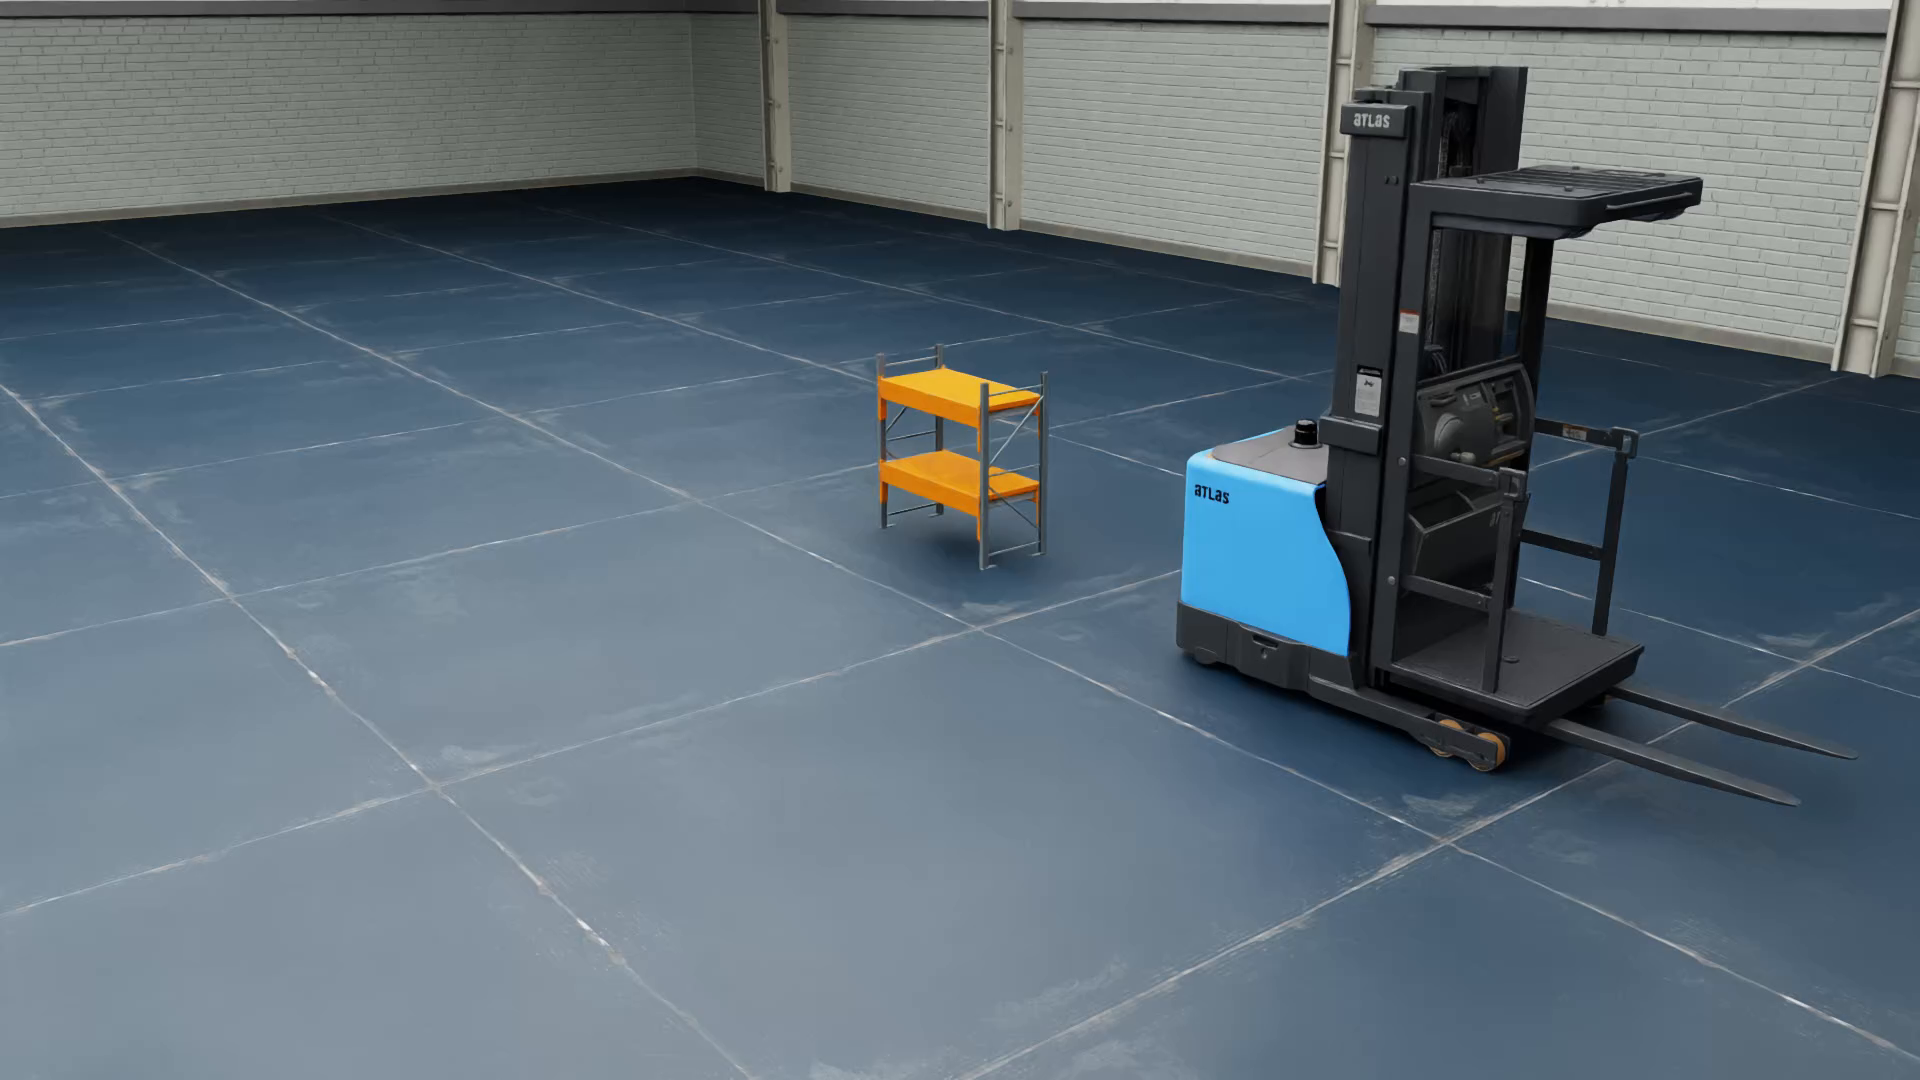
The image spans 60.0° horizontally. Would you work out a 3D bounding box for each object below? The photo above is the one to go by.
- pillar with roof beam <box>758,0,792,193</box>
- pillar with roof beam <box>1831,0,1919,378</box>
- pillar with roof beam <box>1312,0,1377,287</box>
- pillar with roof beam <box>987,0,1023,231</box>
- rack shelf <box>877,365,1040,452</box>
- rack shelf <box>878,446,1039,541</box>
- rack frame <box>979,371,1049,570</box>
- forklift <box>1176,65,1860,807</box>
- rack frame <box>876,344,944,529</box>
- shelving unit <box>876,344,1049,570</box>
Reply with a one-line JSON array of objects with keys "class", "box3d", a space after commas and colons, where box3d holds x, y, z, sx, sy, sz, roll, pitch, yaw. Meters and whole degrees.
[{"class": "pillar with roof beam", "box3d": [-6.469, -9.377, 24.364, 9.100, 9.000, 0.400, -14, 23, -36]}, {"class": "pillar with roof beam", "box3d": [4.707, -4.941, 10.969, 9.100, 9.000, 0.400, -14, 23, -36]}, {"class": "pillar with roof beam", "box3d": [0.982, -6.420, 15.434, 9.100, 9.000, 0.400, -14, 23, -36]}, {"class": "pillar with roof beam", "box3d": [-2.743, -7.898, 19.899, 9.100, 9.000, 0.400, -14, 23, -36]}, {"class": "rack shelf", "box3d": [0.004, -0.810, 10.089, 0.538, 0.278, 1.000, -14, 23, -36]}, {"class": "rack shelf", "box3d": [0.004, -0.300, 10.257, 0.538, 0.278, 1.000, -14, 23, -36]}, {"class": "rack frame", "box3d": [0.320, -0.407, 9.802, 0.500, 1.125, 0.032, -14, 23, -36]}, {"class": "forklift", "box3d": [2.481, -0.558, 7.385, 1.130, 2.935, 3.031, -16, 24, -40]}, {"class": "rack frame", "box3d": [-0.311, -0.658, 10.559, 0.500, 1.125, 0.032, -14, 23, -36]}, {"class": "shelving unit", "box3d": [0.004, -0.532, 10.181, 0.538, 1.125, 1.048, -14, 23, -36]}]
